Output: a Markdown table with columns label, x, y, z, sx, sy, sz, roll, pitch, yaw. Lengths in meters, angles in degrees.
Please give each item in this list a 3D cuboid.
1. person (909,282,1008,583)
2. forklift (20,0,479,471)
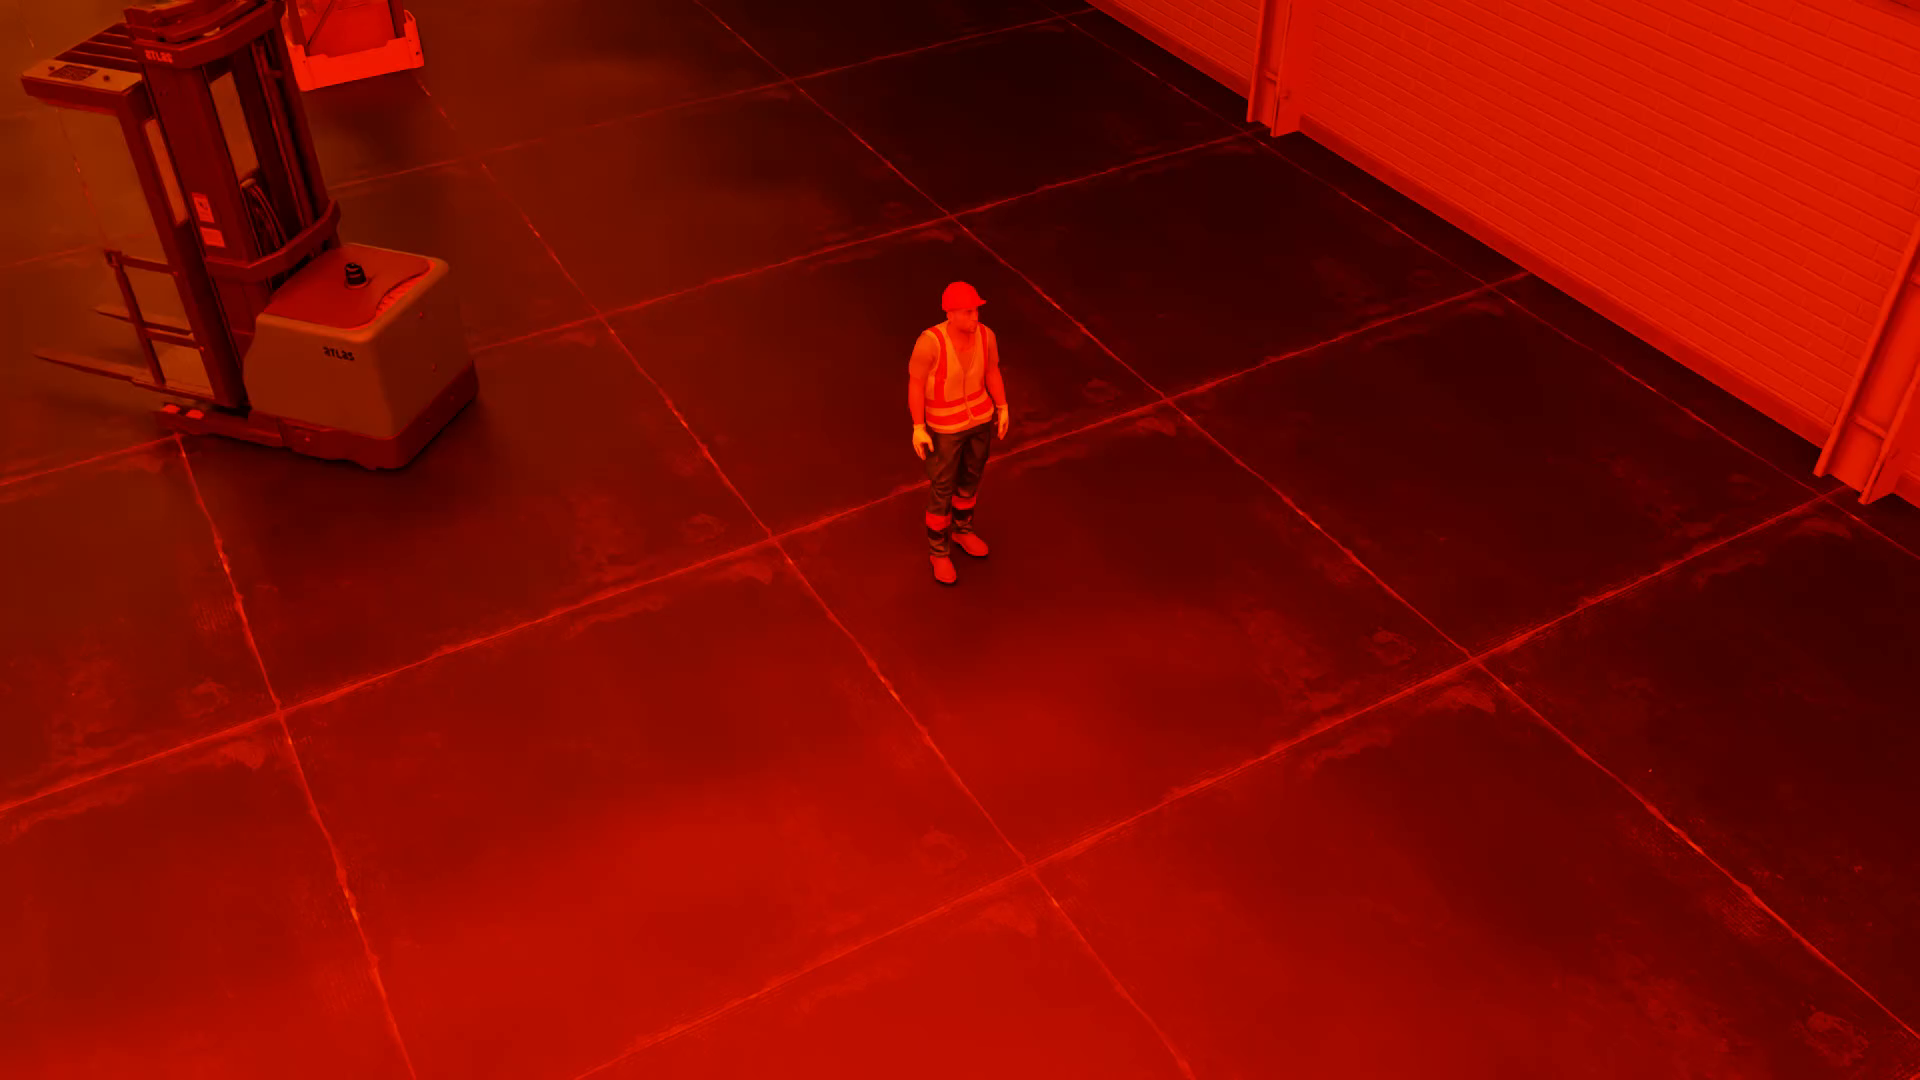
| label | x | y | z | sx | sy | sz | roll | pitch | yaw |
| --- | --- | --- | --- | --- | --- | --- | --- | --- | --- |
| person | 0.029 | -0.646 | 9.698 | 0.637 | 1.787 | 0.564 | -20 | 44 | -23 |
| forklift | -4.890 | -2.141 | 10.617 | 3.031 | 2.935 | 1.130 | 12 | 41 | 14 |
